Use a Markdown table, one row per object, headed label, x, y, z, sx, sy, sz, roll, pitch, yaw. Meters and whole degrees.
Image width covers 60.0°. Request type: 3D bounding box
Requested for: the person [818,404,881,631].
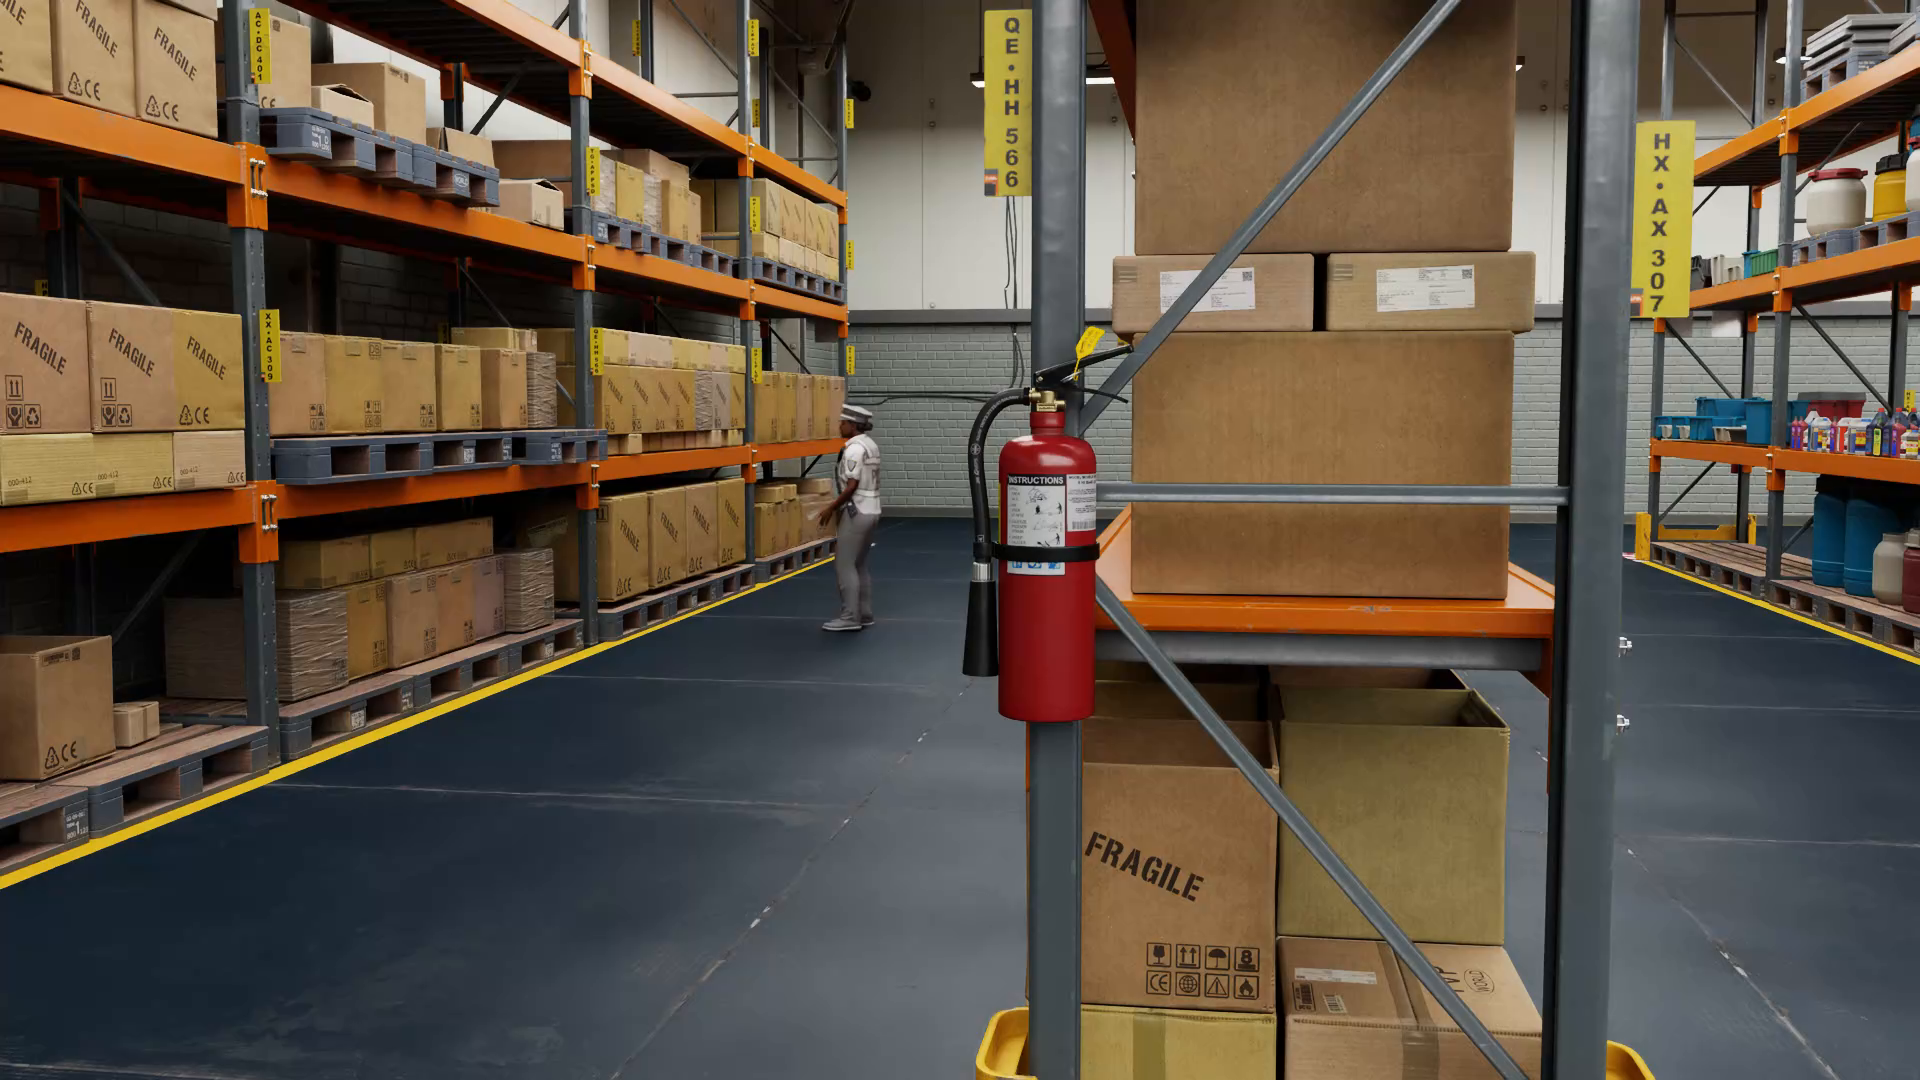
| label | x | y | z | sx | sy | sz | roll | pitch | yaw |
| --- | --- | --- | --- | --- | --- | --- | --- | --- | --- |
| person | -0.814 | -0.172 | 12.382 | 0.441 | 1.686 | 0.475 | 1 | 5 | 8 |
